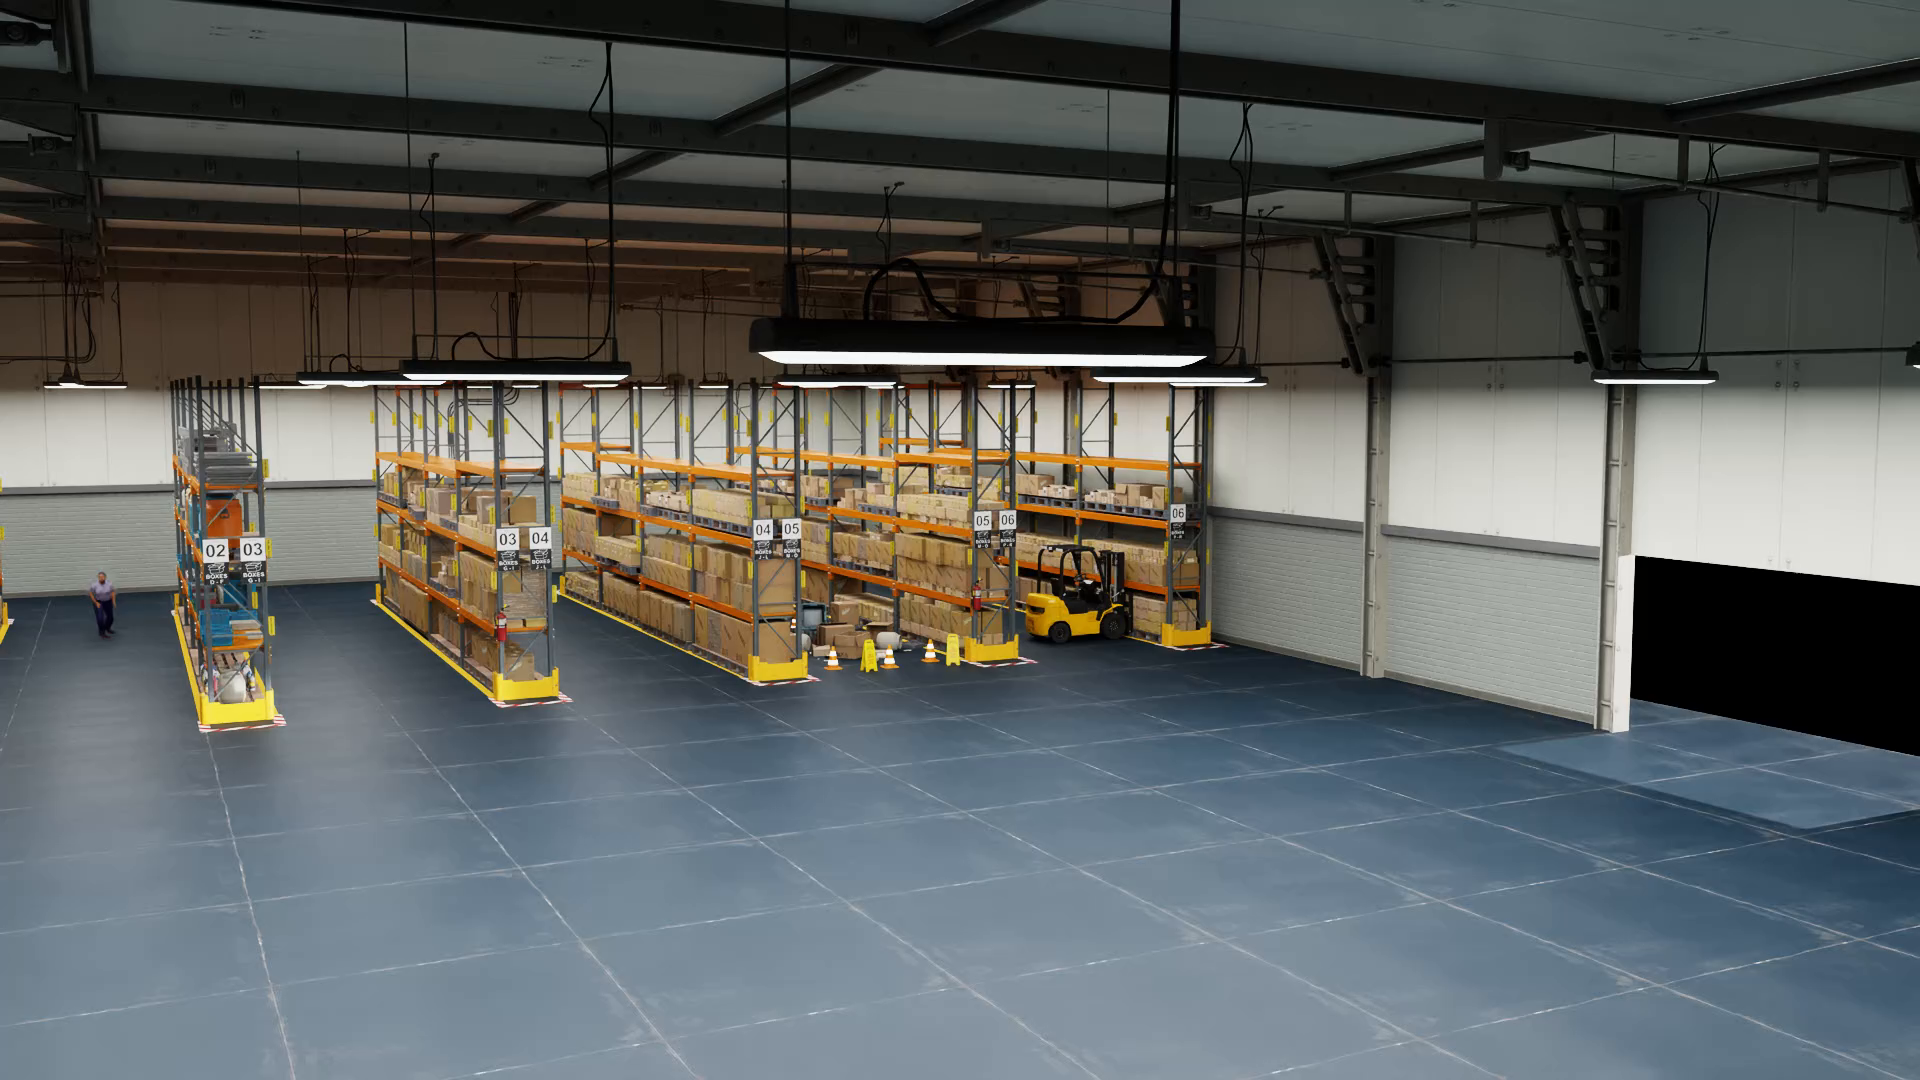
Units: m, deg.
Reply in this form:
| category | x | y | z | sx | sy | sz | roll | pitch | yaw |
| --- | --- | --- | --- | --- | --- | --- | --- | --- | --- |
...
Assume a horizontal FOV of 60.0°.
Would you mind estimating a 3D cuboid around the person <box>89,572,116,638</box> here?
| category | x | y | z | sx | sy | sz | roll | pitch | yaw |
| --- | --- | --- | --- | --- | --- | --- | --- | --- | --- |
| person | -20.012 | 1.504 | 38.812 | 0.603 | 1.581 | 0.712 | -5 | 7 | -43 |

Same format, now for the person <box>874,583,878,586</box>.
| category | x | y | z | sx | sy | sz | roll | pitch | yaw |
| --- | --- | --- | --- | --- | --- | --- | --- | --- | --- |
| person | -2.725 | 0.645 | 48.475 | 0.691 | 1.605 | 0.637 | -1 | 5 | -10 |

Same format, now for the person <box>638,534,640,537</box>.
| category | x | y | z | sx | sy | sz | roll | pitch | yaw |
| --- | --- | --- | --- | --- | --- | --- | --- | --- | --- |
| person | -9.855 | 0.390 | 50.463 | 0.711 | 1.726 | 0.571 | 4 | 6 | 35 |
